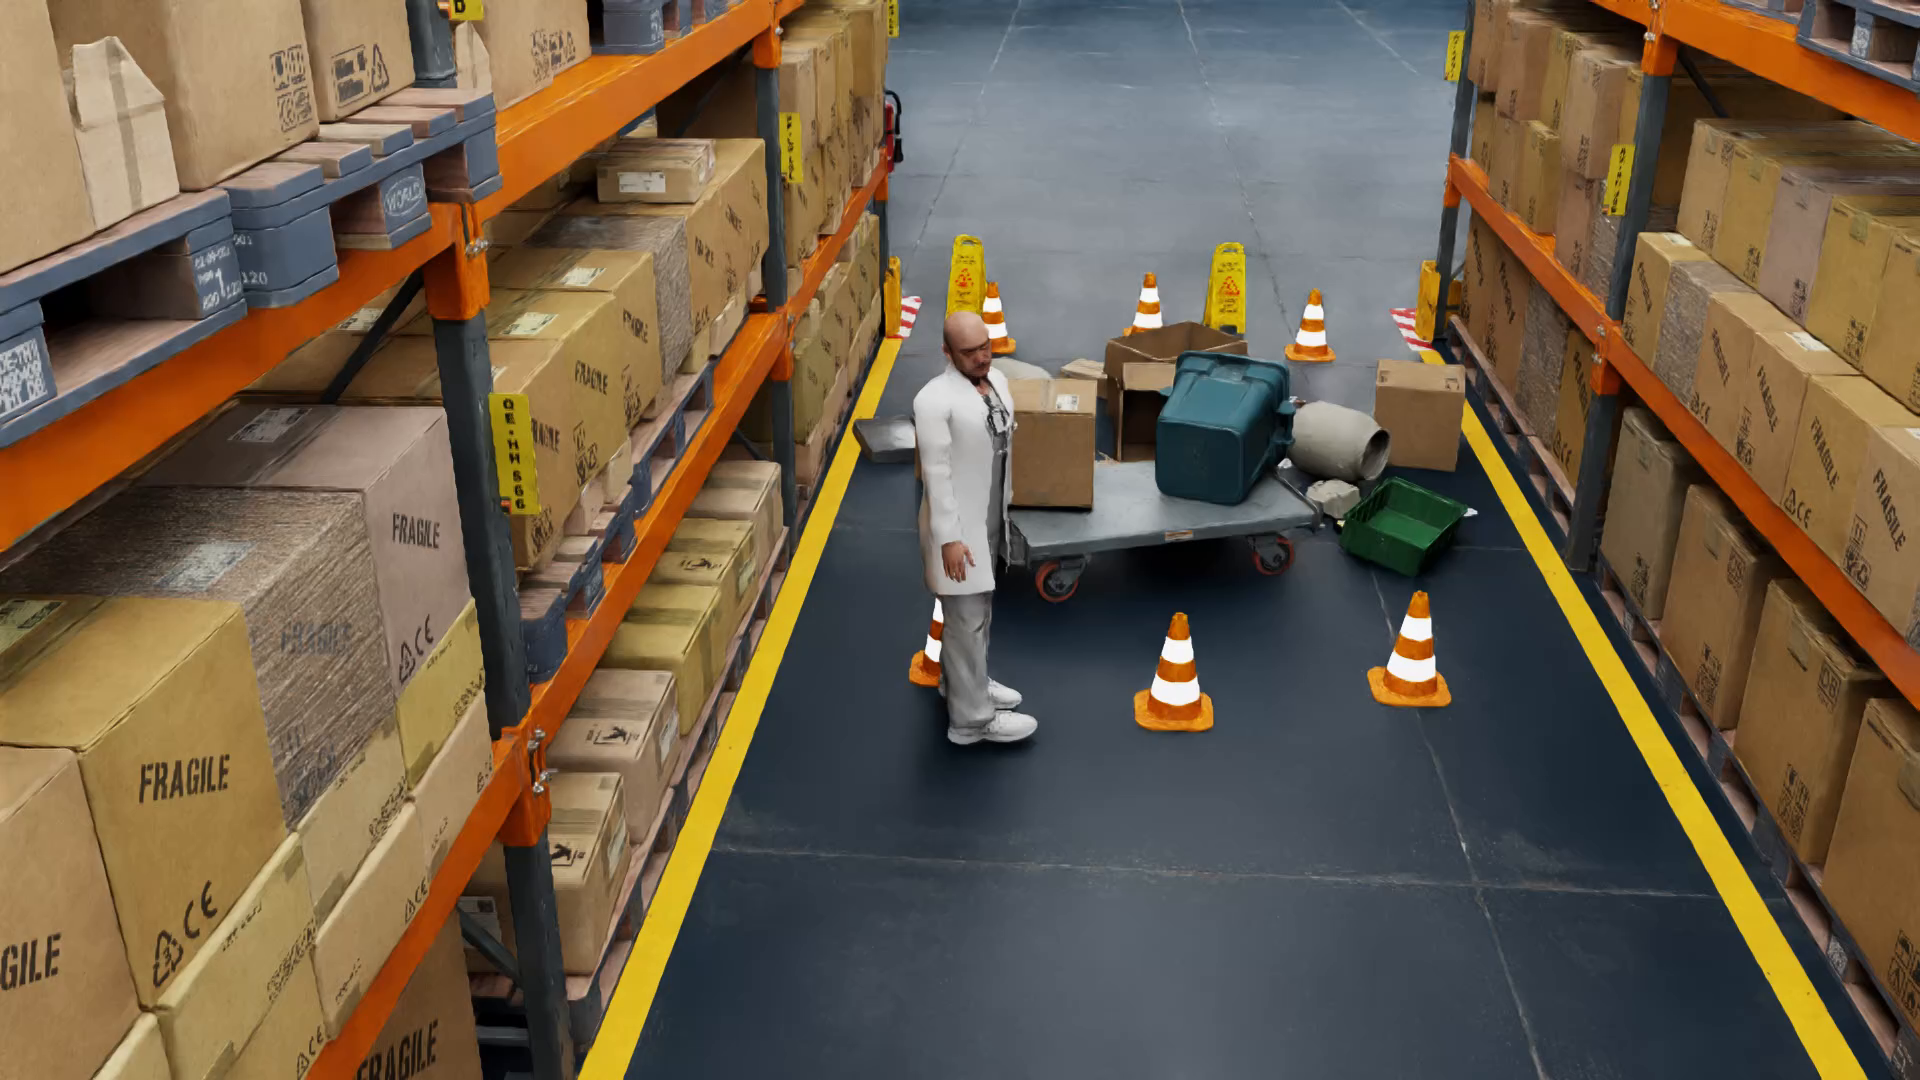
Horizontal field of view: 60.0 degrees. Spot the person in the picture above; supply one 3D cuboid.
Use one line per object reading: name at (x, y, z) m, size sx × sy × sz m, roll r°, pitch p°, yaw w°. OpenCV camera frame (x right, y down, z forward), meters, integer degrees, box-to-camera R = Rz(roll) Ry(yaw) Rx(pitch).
person at (0.096, -0.053, 6.677) m, size 0.557 × 1.782 × 0.622 m, roll 14°, pitch 28°, yaw 29°
